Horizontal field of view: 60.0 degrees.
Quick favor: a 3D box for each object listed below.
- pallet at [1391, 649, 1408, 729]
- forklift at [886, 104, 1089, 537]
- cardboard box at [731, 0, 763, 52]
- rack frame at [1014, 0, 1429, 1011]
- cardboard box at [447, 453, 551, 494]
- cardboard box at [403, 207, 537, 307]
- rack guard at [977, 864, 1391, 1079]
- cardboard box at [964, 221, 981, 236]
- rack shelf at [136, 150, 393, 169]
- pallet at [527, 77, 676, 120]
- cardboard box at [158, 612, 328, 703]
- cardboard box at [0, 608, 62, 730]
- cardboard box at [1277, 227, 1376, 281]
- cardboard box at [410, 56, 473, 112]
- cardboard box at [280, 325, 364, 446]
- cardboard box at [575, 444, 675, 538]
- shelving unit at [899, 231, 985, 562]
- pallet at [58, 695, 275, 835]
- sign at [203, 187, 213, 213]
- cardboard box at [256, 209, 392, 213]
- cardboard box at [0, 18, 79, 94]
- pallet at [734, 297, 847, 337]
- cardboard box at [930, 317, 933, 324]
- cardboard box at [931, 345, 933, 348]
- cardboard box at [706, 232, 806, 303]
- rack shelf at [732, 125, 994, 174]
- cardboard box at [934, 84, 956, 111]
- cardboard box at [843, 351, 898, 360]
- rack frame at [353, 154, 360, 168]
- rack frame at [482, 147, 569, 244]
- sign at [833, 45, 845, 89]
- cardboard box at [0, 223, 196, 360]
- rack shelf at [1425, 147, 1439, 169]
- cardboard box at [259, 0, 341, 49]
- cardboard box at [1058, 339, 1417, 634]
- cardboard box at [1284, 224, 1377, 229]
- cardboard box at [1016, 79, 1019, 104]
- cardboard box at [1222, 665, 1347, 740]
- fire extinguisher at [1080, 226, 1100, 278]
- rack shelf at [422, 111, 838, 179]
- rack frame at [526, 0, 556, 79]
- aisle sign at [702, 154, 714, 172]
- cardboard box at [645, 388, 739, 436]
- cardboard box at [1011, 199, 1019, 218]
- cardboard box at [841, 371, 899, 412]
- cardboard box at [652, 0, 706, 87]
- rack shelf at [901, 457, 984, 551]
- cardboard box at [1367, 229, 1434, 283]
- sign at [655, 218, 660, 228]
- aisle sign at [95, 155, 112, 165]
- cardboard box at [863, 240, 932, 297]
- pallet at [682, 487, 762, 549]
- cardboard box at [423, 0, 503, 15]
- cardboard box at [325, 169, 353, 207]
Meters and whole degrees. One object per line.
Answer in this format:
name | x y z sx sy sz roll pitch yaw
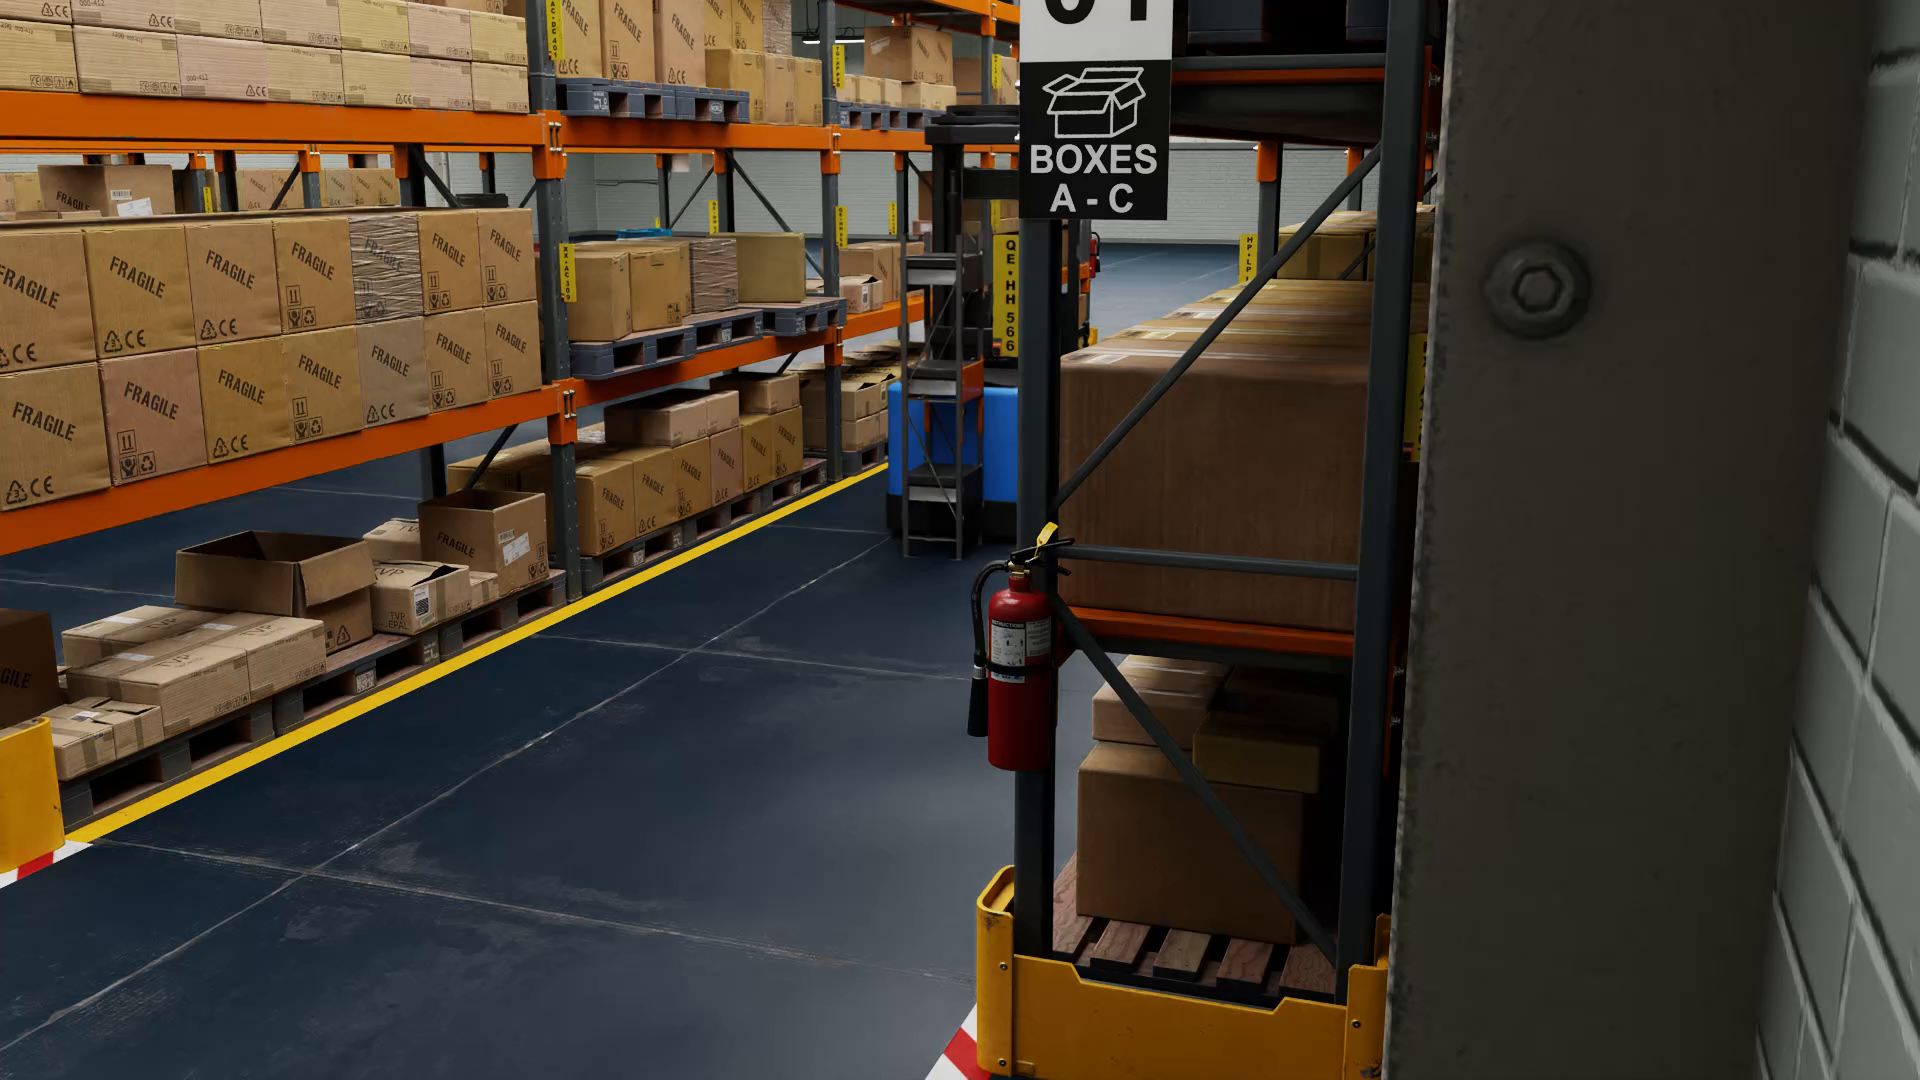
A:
pallet | 1.621 0.736 7.780 1.003 0.211 1.213 4 14 18
forklift | 0.405 -1.726 12.458 1.130 2.935 3.031 4 13 16
cardboard box | -1.766 -3.776 12.068 0.500 0.500 0.500 4 14 18
rack frame | 0.647 0.065 4.456 1.000 3.000 0.127 4 14 18
cardboard box | -2.859 -0.254 10.480 0.500 0.500 0.500 4 14 18
cardboard box | -2.666 -1.545 9.035 0.500 0.500 0.500 4 14 19
rack guard | 0.639 1.288 4.712 1.175 0.500 0.348 4 14 18
cardboard box | 0.111 -3.226 17.189 0.380 0.149 0.250 4 14 18
rack shelf | -8.884 -5.065 21.805 1.077 0.370 4.000 4 14 18
pallet | -2.470 -2.637 9.972 1.213 0.211 1.003 4 14 18
cardboard box | -3.274 0.530 7.607 0.500 0.250 0.500 4 14 18
cardboard box | -4.099 0.581 6.824 0.500 0.500 0.500 4 14 18
cardboard box | 1.850 -1.464 8.528 0.500 0.250 0.500 5 14 20
cardboard box | -2.825 -2.297 8.398 0.500 0.250 0.500 4 14 18
cardboard box | -3.158 -0.734 7.731 0.500 0.500 0.500 5 14 19
cardboard box | -2.198 -0.327 10.800 0.500 0.500 0.500 5 14 19
shelving unit | -0.111 -0.944 10.896 0.431 2.100 0.503 4 13 16
pallet | -3.760 0.884 7.132 1.003 0.211 1.213 4 14 18
sign | -9.005 -4.057 19.913 0.100 0.325 0.005 4 14 18
cardboard box | -3.333 -1.482 8.761 0.500 0.500 0.500 4 13 17
cardboard box | -3.635 -1.770 6.092 0.500 0.250 0.500 4 14 18
pallet | -1.606 -1.734 12.769 1.213 0.211 1.003 4 14 18
cardboard box | -0.043 -2.266 18.216 0.500 0.500 0.500 4 14 18
cardboard box | -0.019 -1.850 16.818 0.500 0.311 0.500 4 14 18
cardboard box | -1.551 -2.088 12.721 0.700 0.500 0.500 0 13 -1
rack shelf | -0.806 -3.508 14.987 1.077 0.370 4.000 4 14 18
cardboard box | -0.368 -4.283 16.156 0.500 0.250 0.500 6 14 24
cardboard box | -0.862 -1.672 16.042 0.500 0.311 0.500 4 13 17
rack frame | -8.237 -4.374 23.904 1.000 3.000 0.127 4 14 18
rack frame | -4.845 -3.175 18.651 1.000 3.000 0.127 4 14 18
sign | -0.941 -3.651 12.831 0.100 0.325 0.005 4 14 18
cardboard box | -3.487 -1.013 6.704 0.500 0.500 0.500 5 14 19
rack shelf | 5.176 -3.995 17.118 1.077 0.370 4.000 4 14 18
cardboard box | -3.140 -2.329 7.417 0.500 0.250 0.500 4 14 18
cardboard box | 0.802 -0.190 4.897 0.980 0.700 0.700 5 14 21
cardboard box | 2.024 -1.570 8.997 0.500 0.250 0.500 5 14 20
cardboard box | 0.428 -4.711 17.579 0.500 0.311 0.500 4 13 15
cardboard box | 1.090 0.542 5.582 0.380 0.149 0.250 4 14 19
fire extinguisher | 1.613 -3.614 20.747 0.296 0.674 0.183 4 14 18
rack shelf | -2.101 -2.666 11.297 1.077 0.370 4.000 4 14 18
rack frame | -2.748 -4.058 9.038 1.000 3.000 0.127 4 14 18
aisle sign | -3.246 -5.279 22.025 0.394 0.787 0.004 4 14 18
cardboard box | -1.875 -0.895 11.606 0.500 0.250 0.500 4 13 17
cardboard box | 0.303 -3.805 18.270 0.700 0.500 0.500 4 14 18
cardboard box | -0.844 -1.314 14.470 0.500 0.311 0.500 4 13 17
cardboard box | -2.086 -3.280 10.976 0.600 0.600 0.600 4 13 16
rack shelf | -0.111 -0.248 11.055 0.431 0.518 0.480 4 13 16
cardboard box | 2.336 -1.425 8.359 0.500 0.250 0.500 5 14 20
sign | -4.070 -4.193 22.488 0.100 0.325 0.005 4 14 18
aisle sign | -13.159 -6.056 25.432 0.394 0.787 0.004 4 14 18
cardboard box | -0.594 -2.595 15.885 0.500 0.500 0.500 5 14 22
pallet | -2.127 -0.206 11.907 1.003 0.211 1.213 4 14 18
cardboard box | -2.869 -3.027 8.789 0.700 0.500 0.500 4 14 18
cardboard box | -8.502 -4.711 22.239 0.500 0.500 0.500 4 14 18
